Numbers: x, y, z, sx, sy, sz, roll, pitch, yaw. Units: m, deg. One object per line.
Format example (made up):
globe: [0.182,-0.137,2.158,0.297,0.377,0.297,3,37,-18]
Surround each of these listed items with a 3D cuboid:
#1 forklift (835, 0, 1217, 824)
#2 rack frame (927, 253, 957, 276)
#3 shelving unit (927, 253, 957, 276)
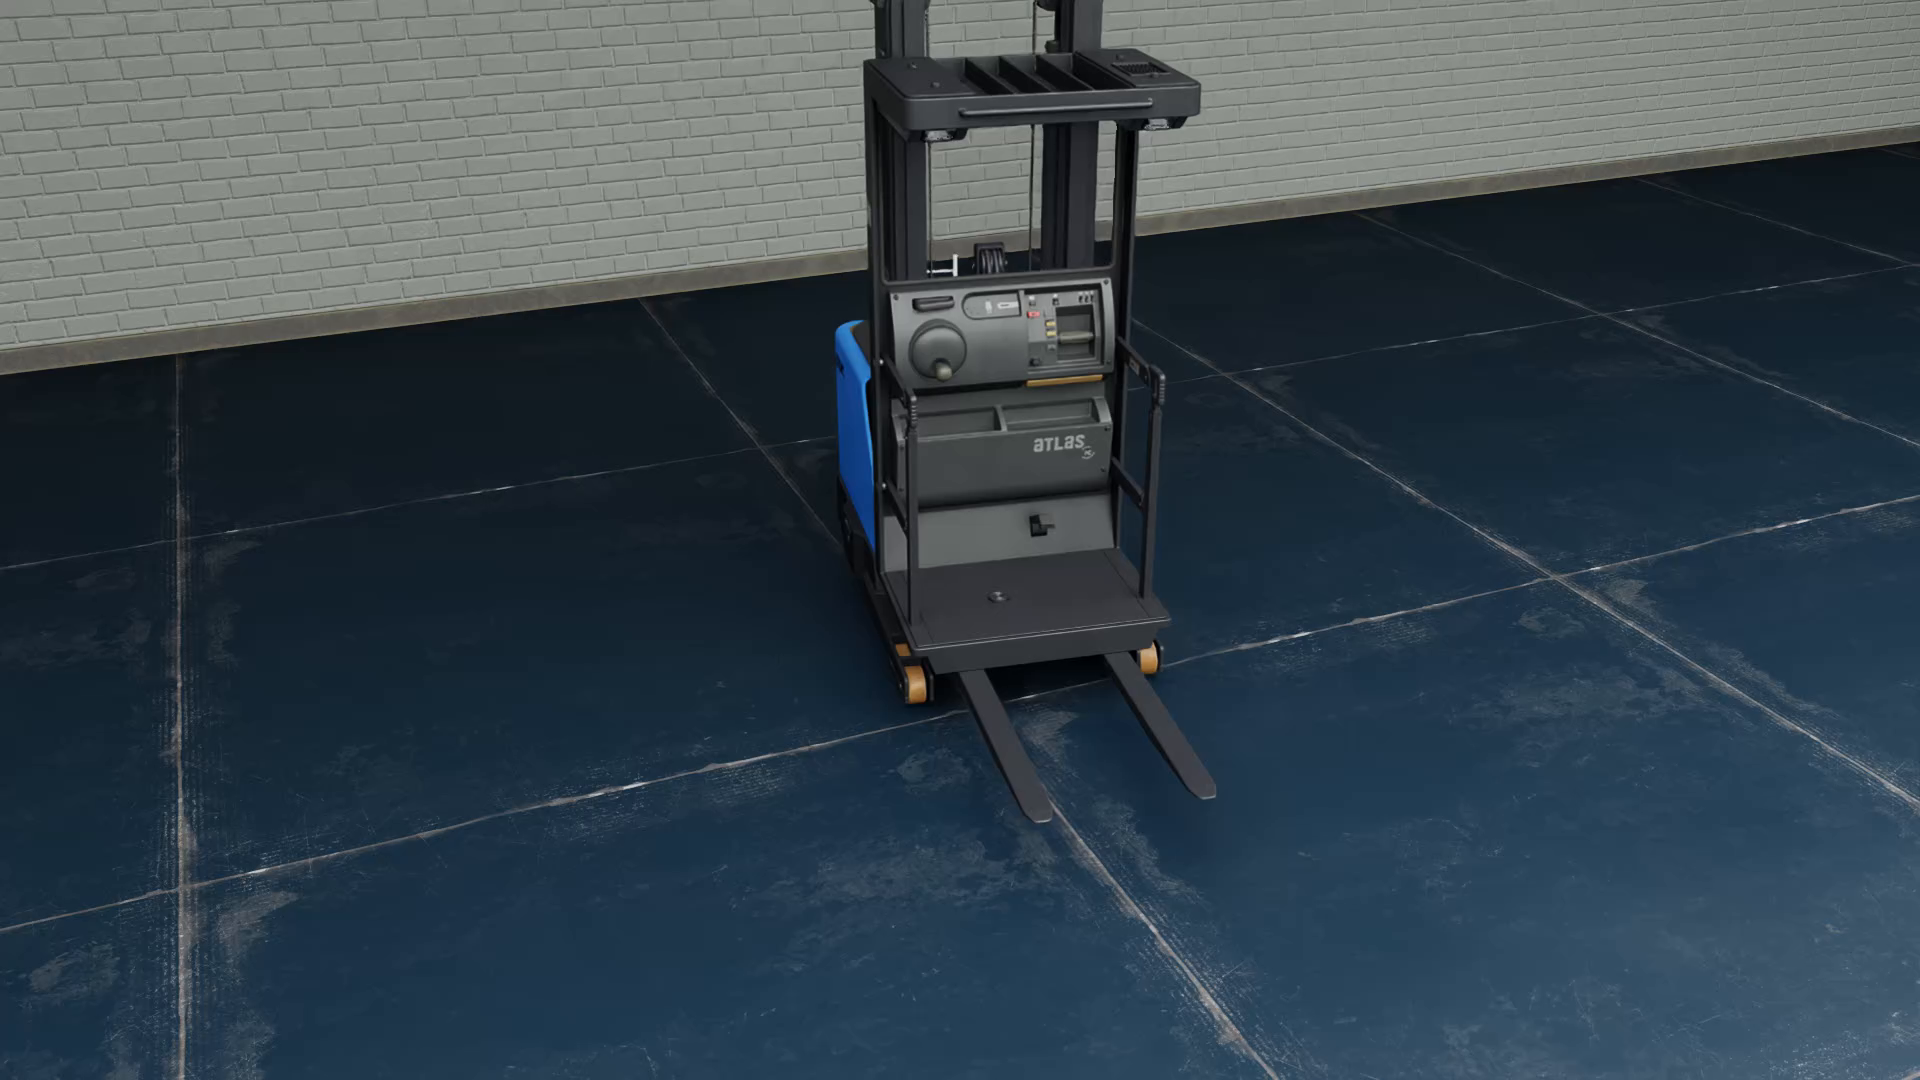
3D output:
forklift: [0.230,-0.820,6.589,1.130,2.935,3.031,-6,27,-12]
rack frame: [-0.134,-0.917,8.761,0.240,1.200,0.015,-6,27,-12]
shelving unit: [-0.078,-0.813,8.547,0.258,1.200,0.503,-6,27,-12]
